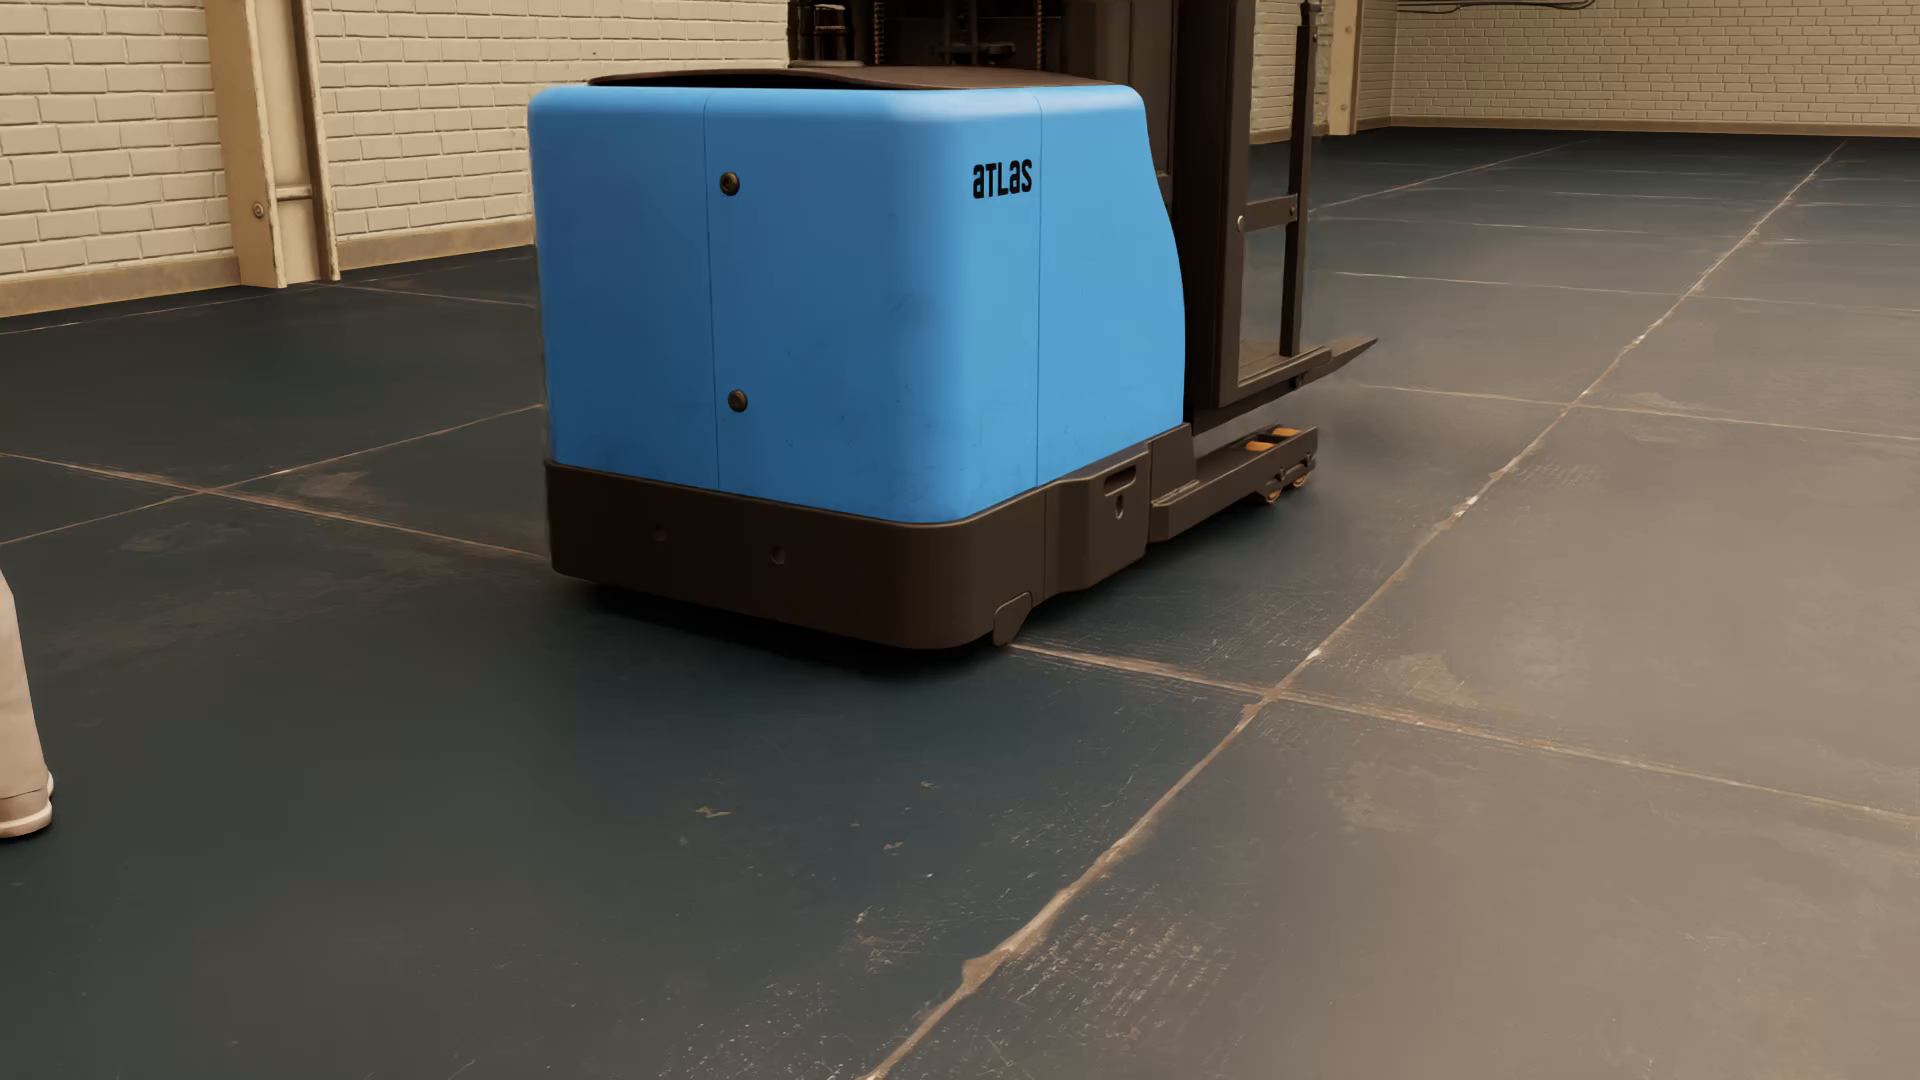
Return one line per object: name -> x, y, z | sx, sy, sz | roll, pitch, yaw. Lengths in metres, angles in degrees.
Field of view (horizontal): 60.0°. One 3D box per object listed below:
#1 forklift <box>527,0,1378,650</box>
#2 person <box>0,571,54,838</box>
forklift -> 0.319, -1.562, 4.156 | 1.130, 2.935, 3.031 | 10, 19, 30
person -> -1.583, -0.329, 2.226 | 0.395, 1.658, 0.528 | 13, 21, 37
